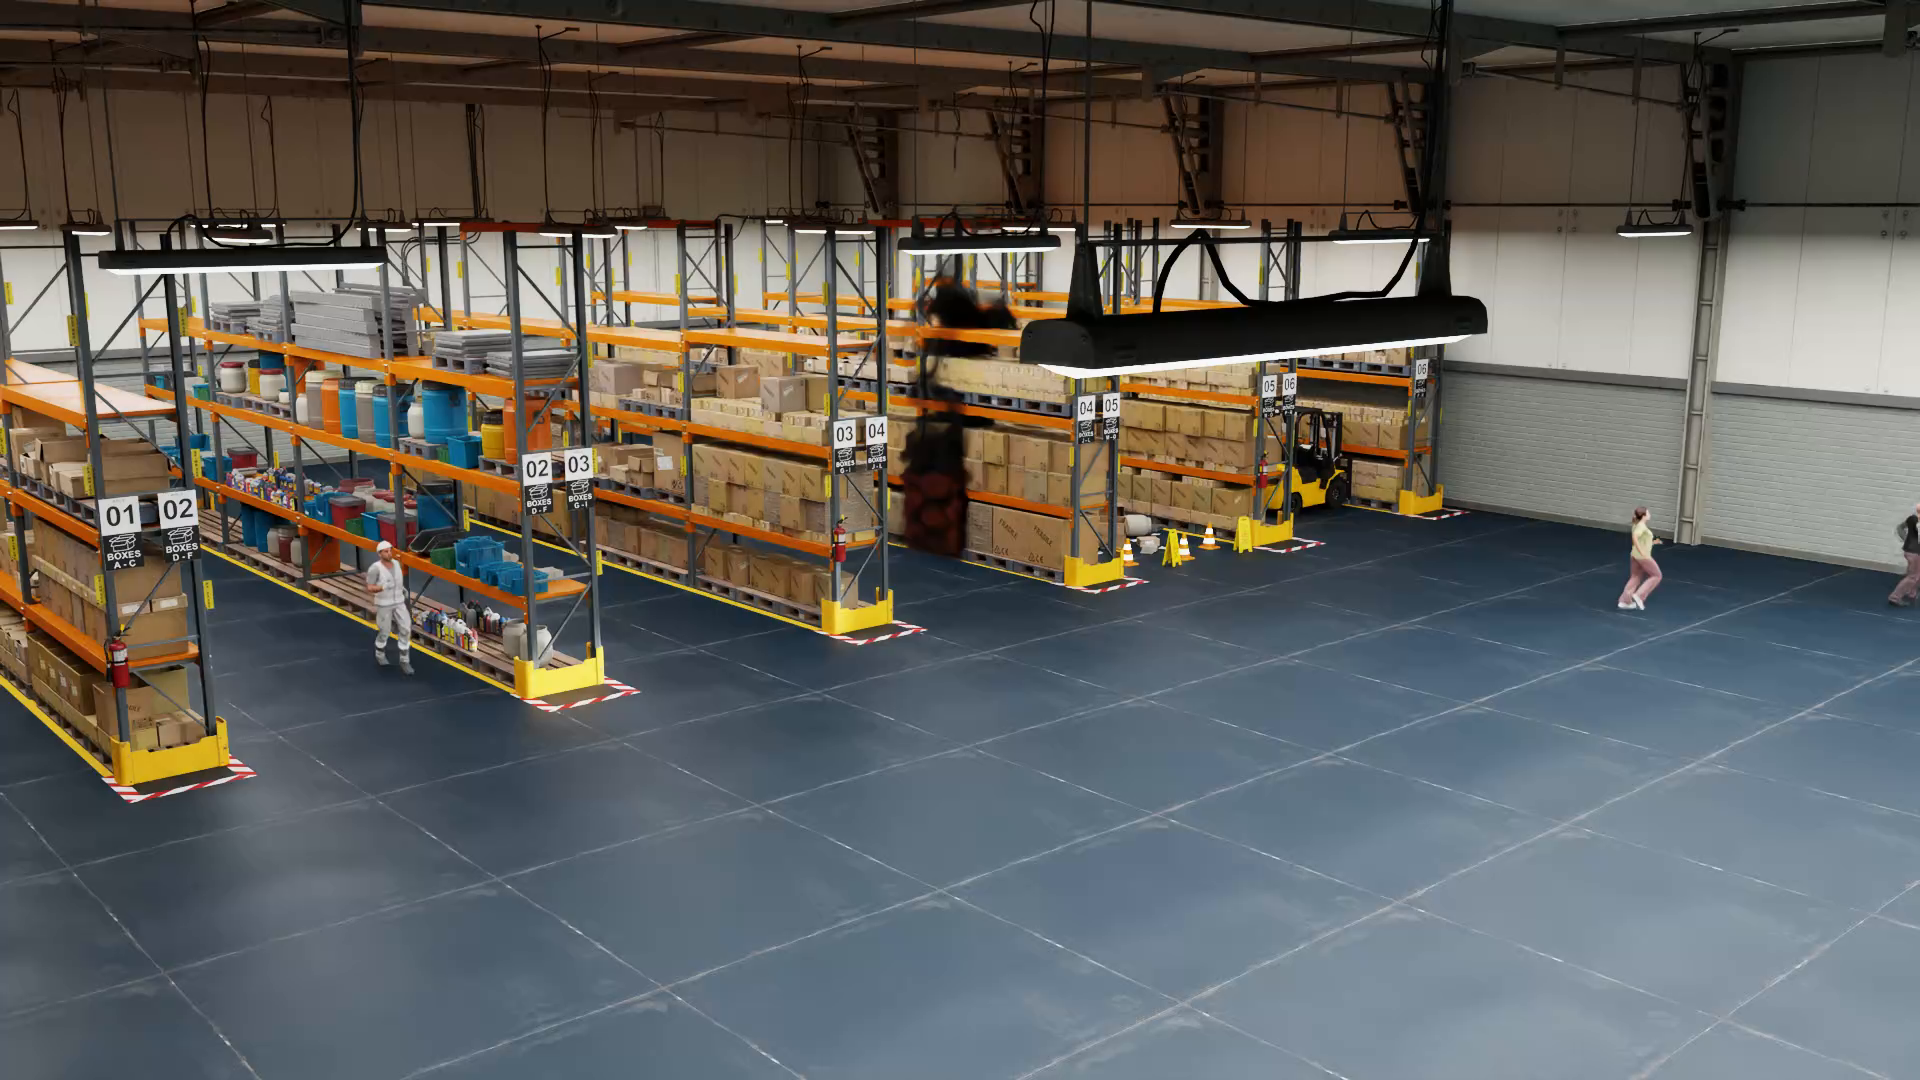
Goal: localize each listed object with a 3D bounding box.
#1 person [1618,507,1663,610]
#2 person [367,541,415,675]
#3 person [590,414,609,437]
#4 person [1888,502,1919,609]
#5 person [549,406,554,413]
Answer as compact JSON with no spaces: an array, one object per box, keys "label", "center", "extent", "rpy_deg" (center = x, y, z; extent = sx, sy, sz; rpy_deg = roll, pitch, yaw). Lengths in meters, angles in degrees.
[{"label":"person","center":[10.748,0.286,26.201],"extent":[0.634,1.640,0.550],"rpy_deg":[0,11,-1]},{"label":"person","center":[-7.797,0.914,22.747],"extent":[0.745,1.832,0.632],"rpy_deg":[11,16,44]},{"label":"person","center":[-8.939,-2.685,41.026],"extent":[0.614,1.640,0.622],"rpy_deg":[-9,14,-36]},{"label":"person","center":[15.139,0.266,26.303],"extent":[0.726,1.777,0.669],"rpy_deg":[3,12,14]},{"label":"person","center":[-9.824,-2.441,39.644],"extent":[0.694,1.719,0.558],"rpy_deg":[4,12,19]}]
